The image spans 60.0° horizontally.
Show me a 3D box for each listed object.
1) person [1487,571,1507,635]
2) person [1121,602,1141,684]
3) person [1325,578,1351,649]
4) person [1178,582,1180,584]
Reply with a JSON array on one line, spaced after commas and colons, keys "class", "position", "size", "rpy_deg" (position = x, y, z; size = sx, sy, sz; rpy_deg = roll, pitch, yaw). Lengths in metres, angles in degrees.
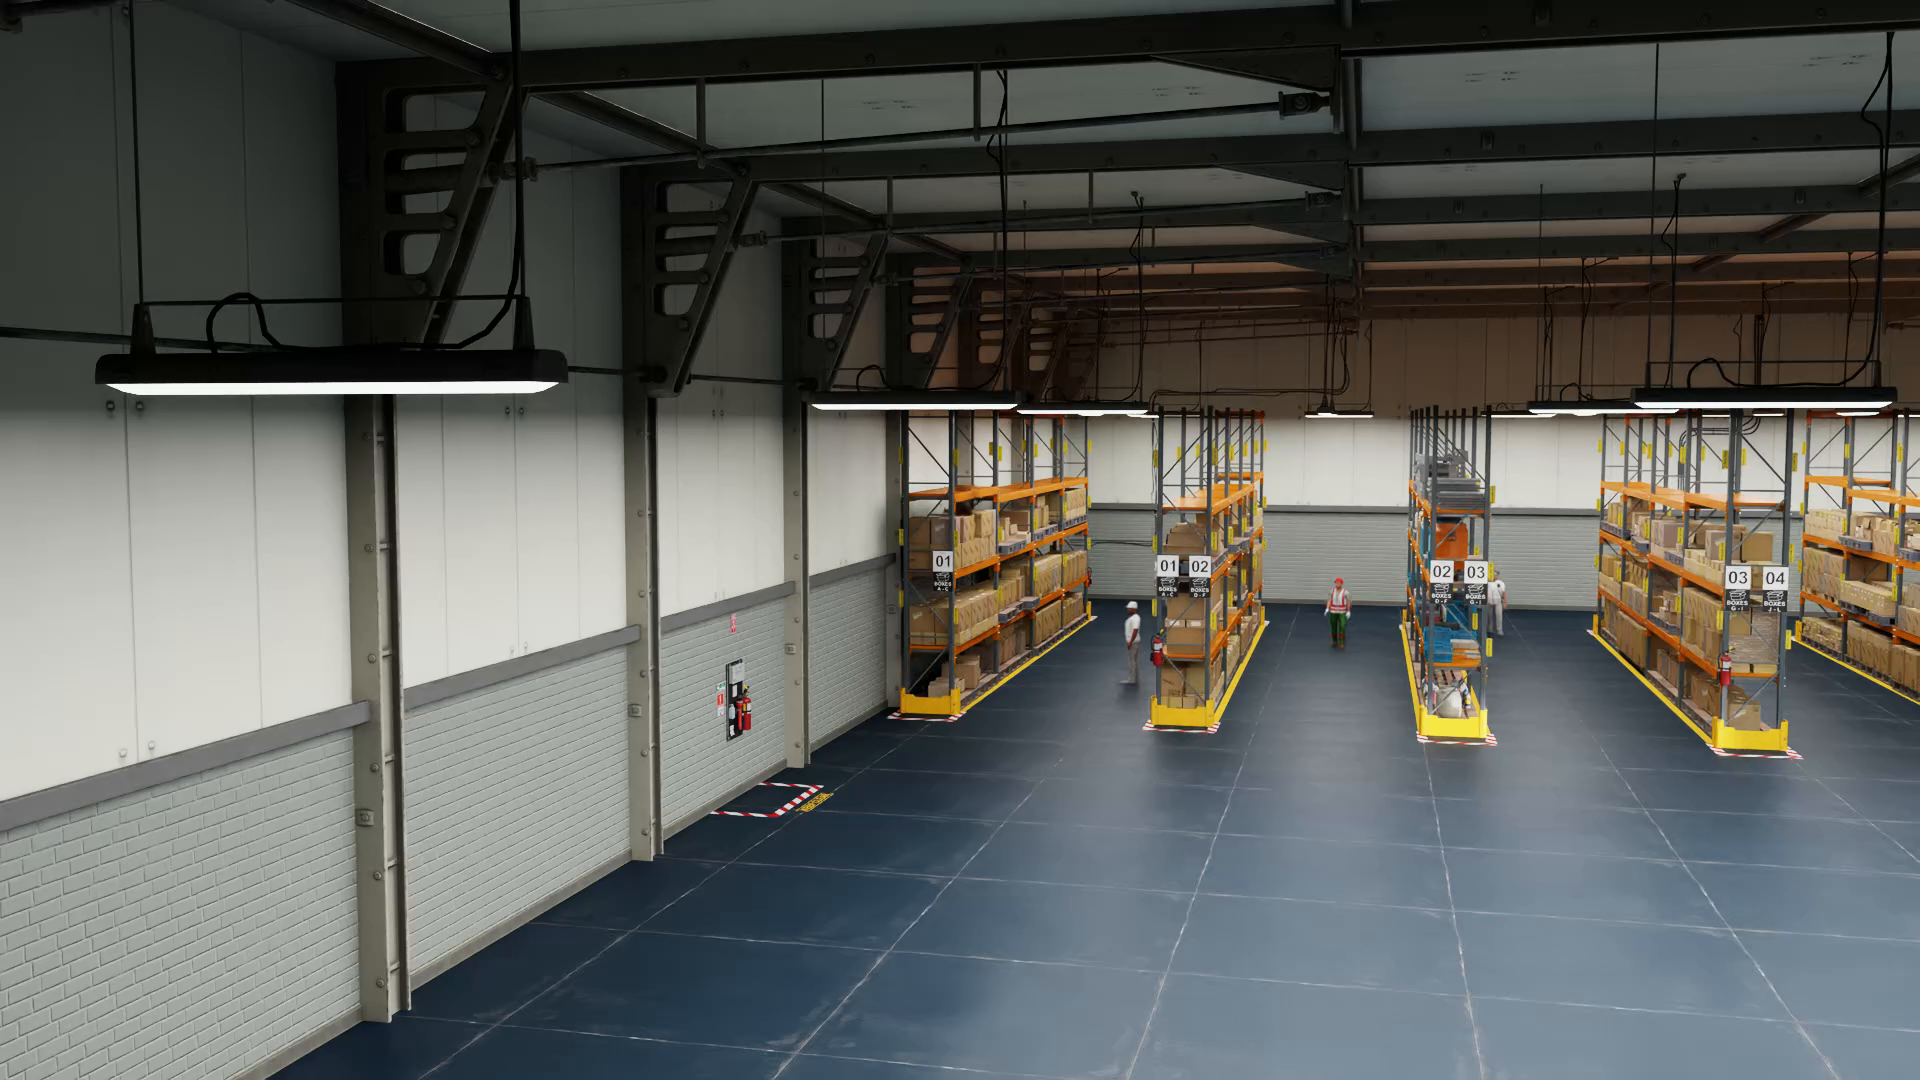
[{"class": "person", "position": [14.272, 1.661, 44.375], "size": [0.625, 1.711, 1.055], "rpy_deg": [1, 4, 14]}, {"class": "person", "position": [3.720, 2.228, 36.228], "size": [0.418, 1.765, 0.607], "rpy_deg": [0, 4, 3]}, {"class": "person", "position": [9.510, 1.829, 41.871], "size": [0.643, 1.743, 0.975], "rpy_deg": [1, 4, 11]}, {"class": "person", "position": [6.627, 1.274, 50.379], "size": [0.450, 1.663, 0.542], "rpy_deg": [-3, 5, -40]}]
